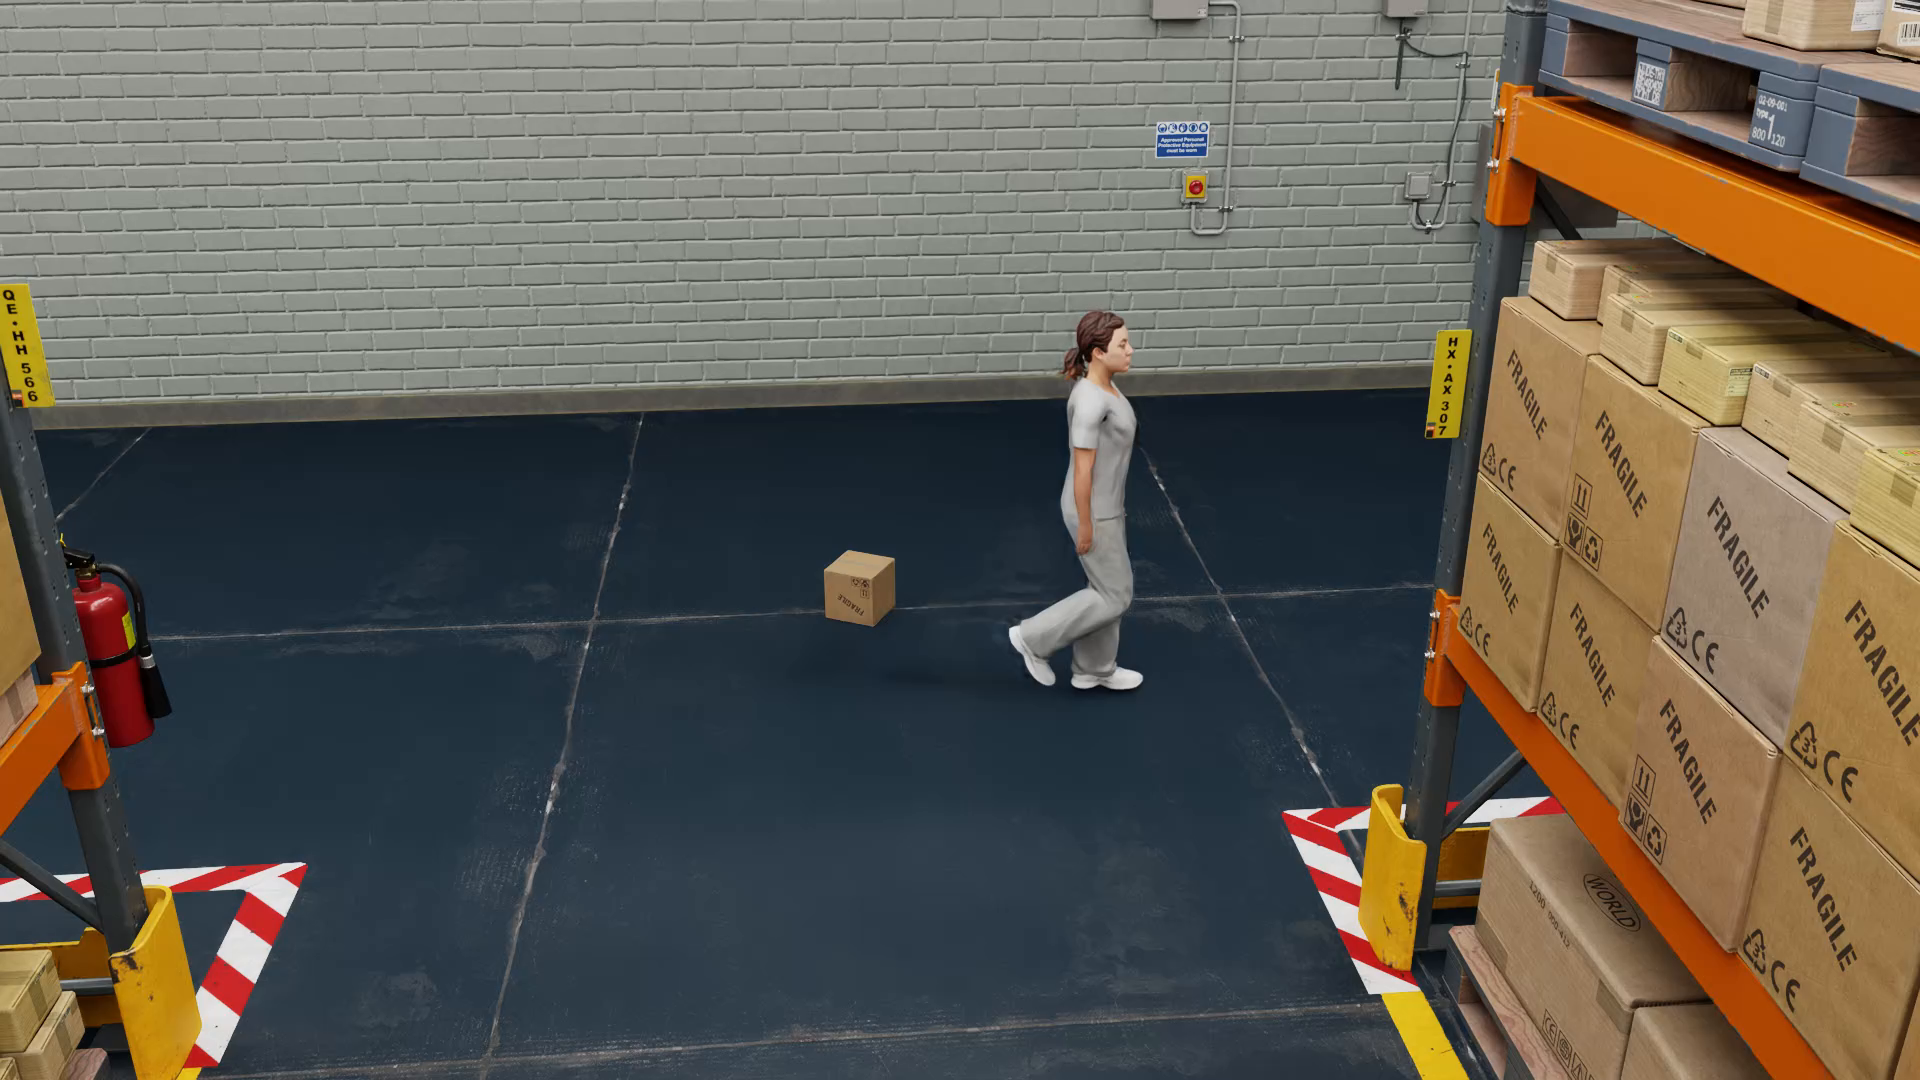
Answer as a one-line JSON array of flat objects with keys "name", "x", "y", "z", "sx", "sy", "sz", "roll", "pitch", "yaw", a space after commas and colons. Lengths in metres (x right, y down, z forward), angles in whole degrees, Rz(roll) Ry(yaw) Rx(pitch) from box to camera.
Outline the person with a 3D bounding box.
[{"name": "person", "x": 0.501, "y": -0.129, "z": 6.841, "sx": 0.566, "sy": 1.660, "sz": 0.452, "roll": 4, "pitch": 24, "yaw": 9}]
